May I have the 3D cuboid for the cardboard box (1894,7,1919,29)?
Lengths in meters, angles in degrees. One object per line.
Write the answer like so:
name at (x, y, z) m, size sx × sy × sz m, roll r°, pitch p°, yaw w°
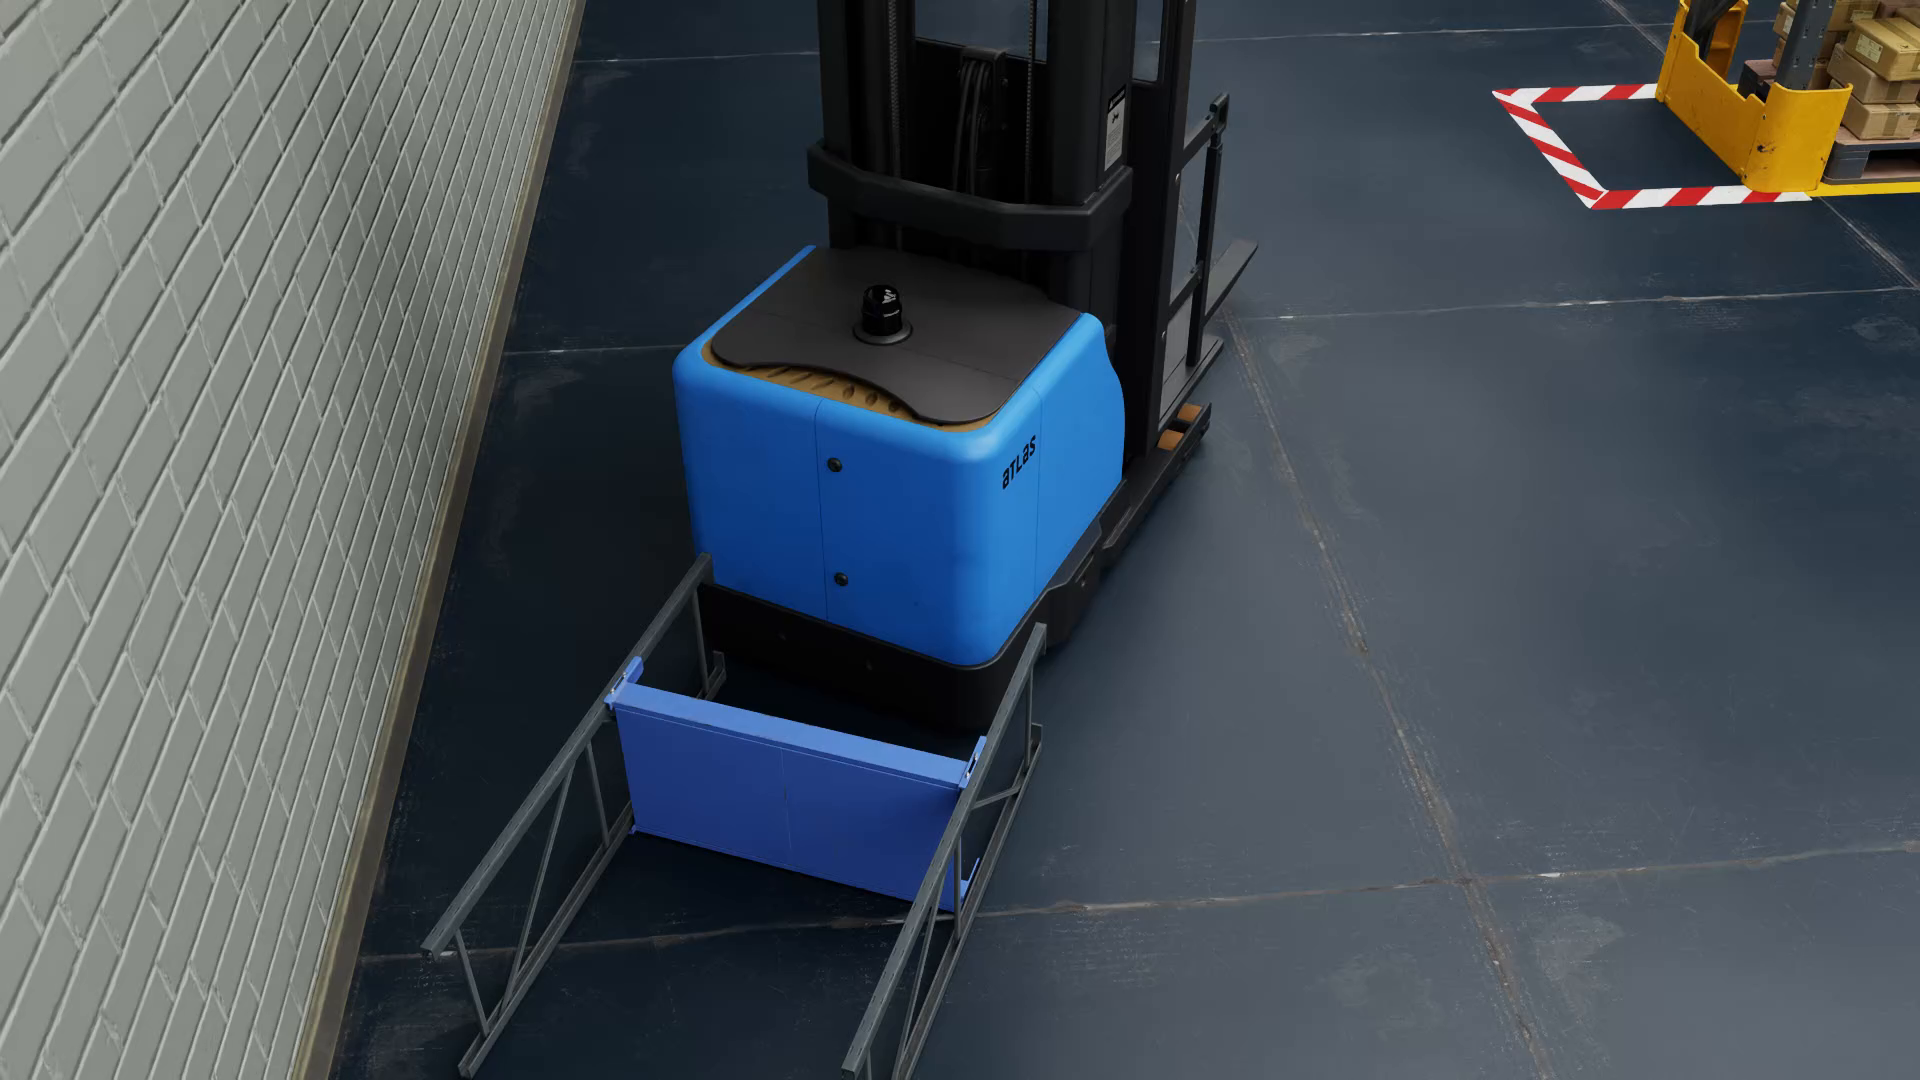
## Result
cardboard box at (4.586, -2.359, 7.800) m, size 0.250 × 0.149 × 0.380 m, roll -2°, pitch 38°, yaw -3°

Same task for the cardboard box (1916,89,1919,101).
cardboard box at (4.592, -2.184, 7.819) m, size 0.250 × 0.149 × 0.380 m, roll -3°, pitch 38°, yaw -4°

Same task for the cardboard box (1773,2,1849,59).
cardboard box at (4.270, -2.538, 8.268) m, size 0.250 × 0.149 × 0.380 m, roll -4°, pitch 38°, yaw -5°

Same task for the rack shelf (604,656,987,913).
rack shelf at (-0.434, 0.666, 4.471) m, size 1.000 × 0.538 × 0.185 m, roll 11°, pitch 40°, yaw 14°

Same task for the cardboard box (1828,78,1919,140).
cardboard box at (4.320, -2.048, 7.886) m, size 0.250 × 0.149 × 0.380 m, roll -2°, pitch 38°, yaw -3°

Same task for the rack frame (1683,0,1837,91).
rack frame at (3.770, -3.171, 7.347) m, size 0.127 × 3.000 × 1.000 m, roll -3°, pitch 38°, yaw -4°

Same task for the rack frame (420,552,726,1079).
rack frame at (-0.973, 0.675, 4.460) m, size 0.032 × 0.500 × 1.500 m, roll 11°, pitch 40°, yaw 14°

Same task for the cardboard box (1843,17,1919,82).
cardboard box at (4.322, -2.269, 7.687) m, size 0.250 × 0.149 × 0.380 m, roll -5°, pitch 39°, yaw -6°

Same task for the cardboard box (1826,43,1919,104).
cardboard box at (4.314, -2.204, 7.844) m, size 0.250 × 0.149 × 0.380 m, roll -2°, pitch 38°, yaw -2°

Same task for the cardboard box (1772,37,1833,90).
cardboard box at (4.276, -2.374, 8.300) m, size 0.250 × 0.149 × 0.380 m, roll -3°, pitch 38°, yaw -3°

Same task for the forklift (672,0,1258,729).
forklift at (0.278, -1.496, 5.280) m, size 1.130 × 2.935 × 3.031 m, roll 17°, pitch 41°, yaw 21°

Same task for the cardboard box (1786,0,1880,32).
cardboard box at (4.275, -2.635, 8.151) m, size 0.250 × 0.149 × 0.380 m, roll -3°, pitch 38°, yaw -3°

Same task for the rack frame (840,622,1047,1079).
rack frame at (-0.006, 0.869, 4.214) m, size 0.032 × 0.500 × 1.500 m, roll 11°, pitch 40°, yaw 14°

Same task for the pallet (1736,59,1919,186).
pallet at (4.658, -2.103, 8.245) m, size 1.213 × 0.211 × 1.003 m, roll -3°, pitch 38°, yaw -4°

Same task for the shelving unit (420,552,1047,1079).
shelving unit at (-0.489, 0.772, 4.337) m, size 1.048 × 0.538 × 1.500 m, roll 11°, pitch 40°, yaw 14°

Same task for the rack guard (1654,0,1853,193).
rack guard at (3.845, -2.194, 8.127) m, size 0.348 × 0.500 × 1.175 m, roll -3°, pitch 38°, yaw -4°

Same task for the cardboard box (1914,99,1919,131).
cardboard box at (4.573, -2.113, 7.968) m, size 0.250 × 0.149 × 0.380 m, roll -3°, pitch 38°, yaw -4°

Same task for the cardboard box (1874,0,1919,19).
cardboard box at (4.530, -2.614, 8.123) m, size 0.250 × 0.149 × 0.380 m, roll -2°, pitch 38°, yaw -3°
